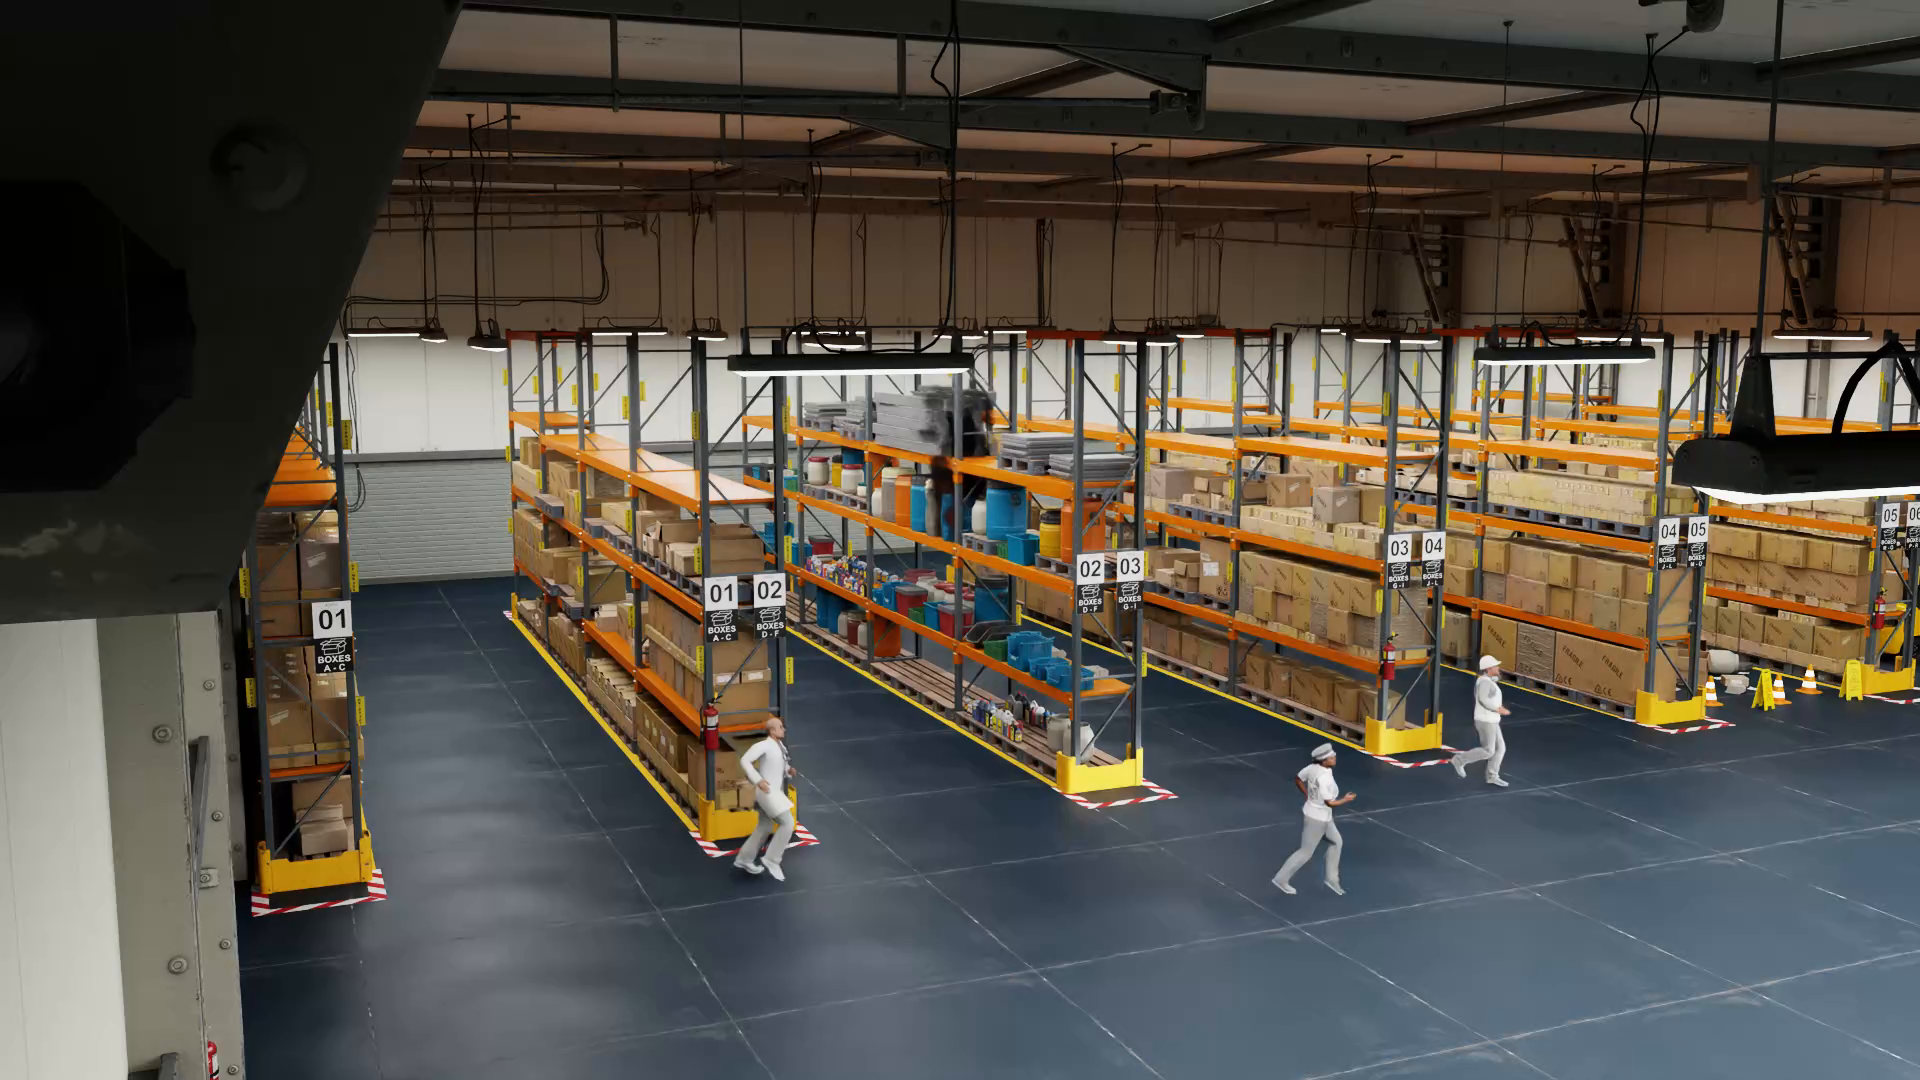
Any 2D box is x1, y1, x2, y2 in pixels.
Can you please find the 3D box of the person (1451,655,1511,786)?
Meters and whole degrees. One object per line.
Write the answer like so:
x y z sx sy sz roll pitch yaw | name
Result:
7.069 2.430 22.500 0.765 1.758 0.676 3 8 20 | person

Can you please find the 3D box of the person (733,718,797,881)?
-2.197 2.912 18.907 0.729 1.786 0.695 1 8 6 | person

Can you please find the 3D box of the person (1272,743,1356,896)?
3.844 3.051 18.089 0.892 1.746 0.585 1 8 4 | person
